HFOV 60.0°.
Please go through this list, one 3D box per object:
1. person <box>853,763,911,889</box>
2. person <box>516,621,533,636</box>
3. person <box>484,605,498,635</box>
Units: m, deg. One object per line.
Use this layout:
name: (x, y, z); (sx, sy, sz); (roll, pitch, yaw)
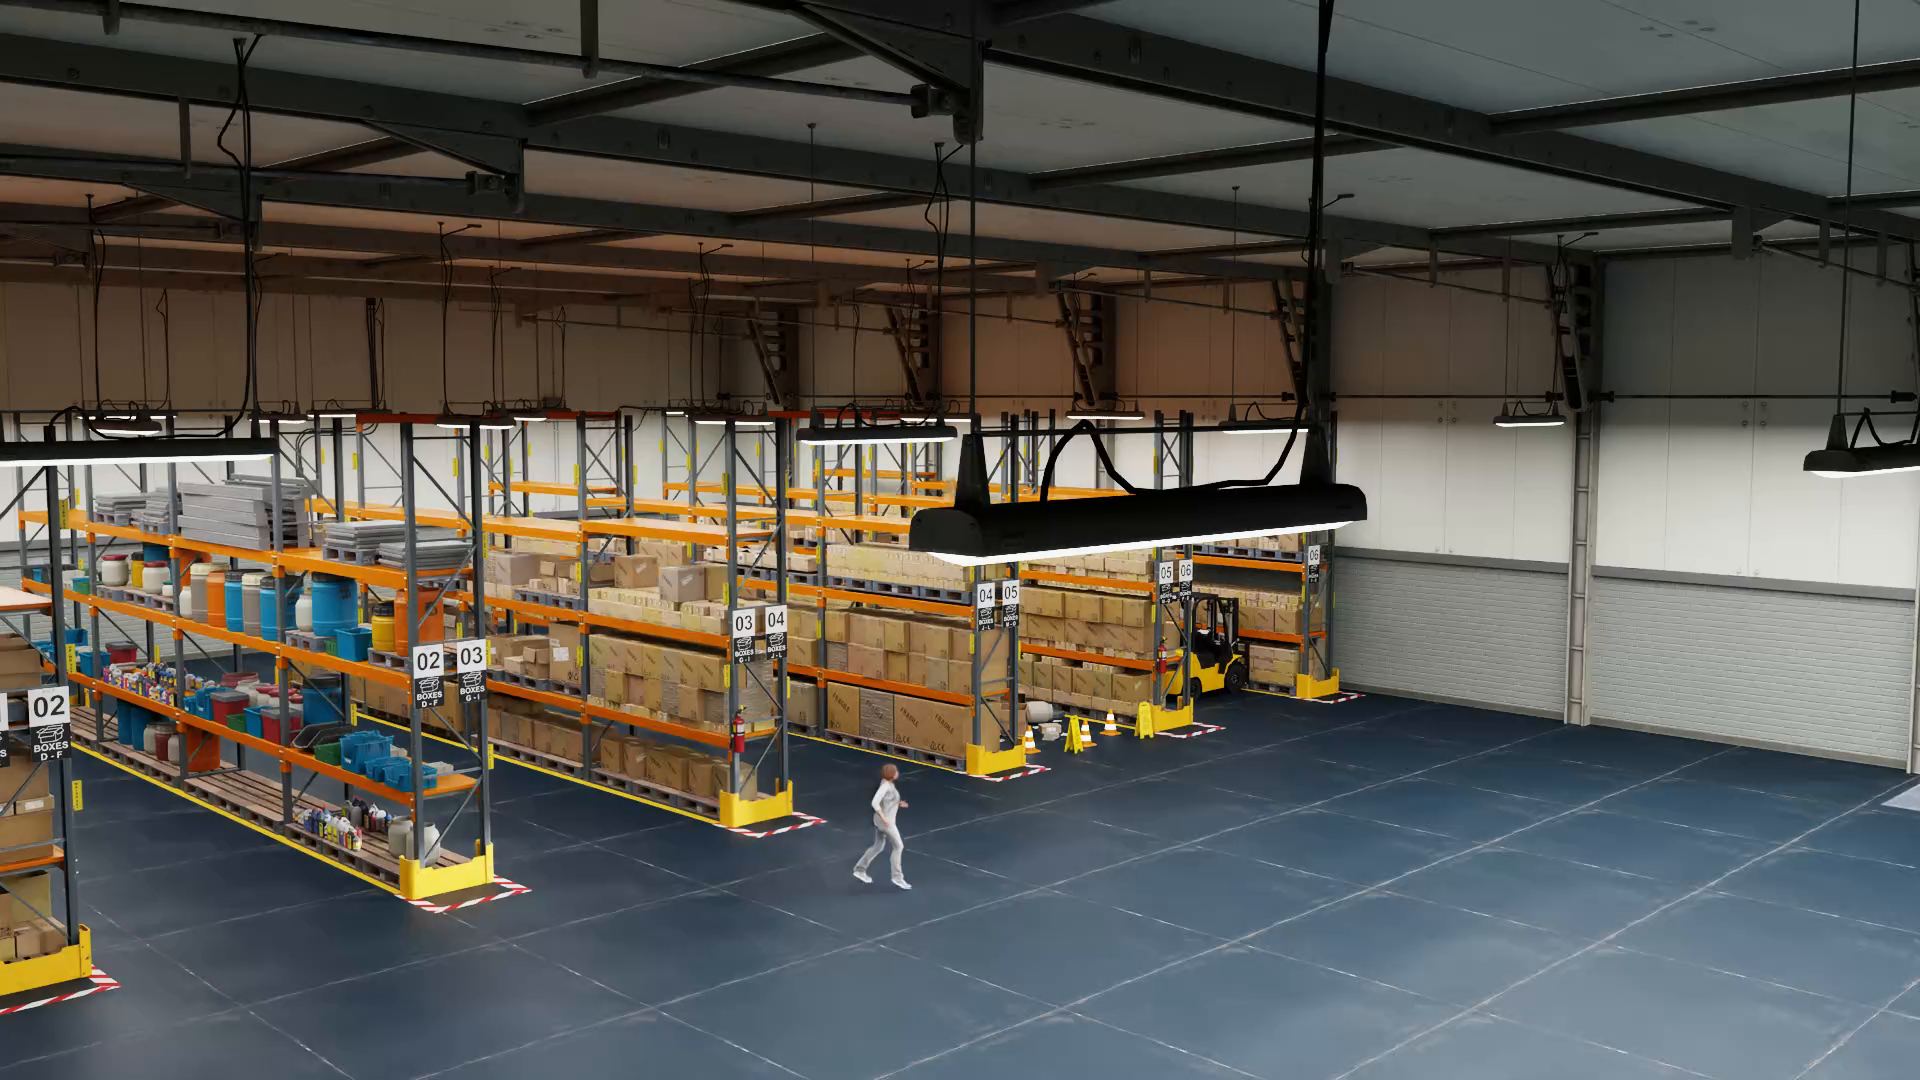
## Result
person: (-1.018, 3.672, 21.378); (0.736, 1.630, 0.533); (-1, 5, -12)
person: (-10.781, 1.940, 40.989); (0.874, 1.703, 0.549); (-5, 7, -43)
person: (-10.583, 2.265, 36.870); (0.699, 1.750, 0.591); (-4, 6, -39)
